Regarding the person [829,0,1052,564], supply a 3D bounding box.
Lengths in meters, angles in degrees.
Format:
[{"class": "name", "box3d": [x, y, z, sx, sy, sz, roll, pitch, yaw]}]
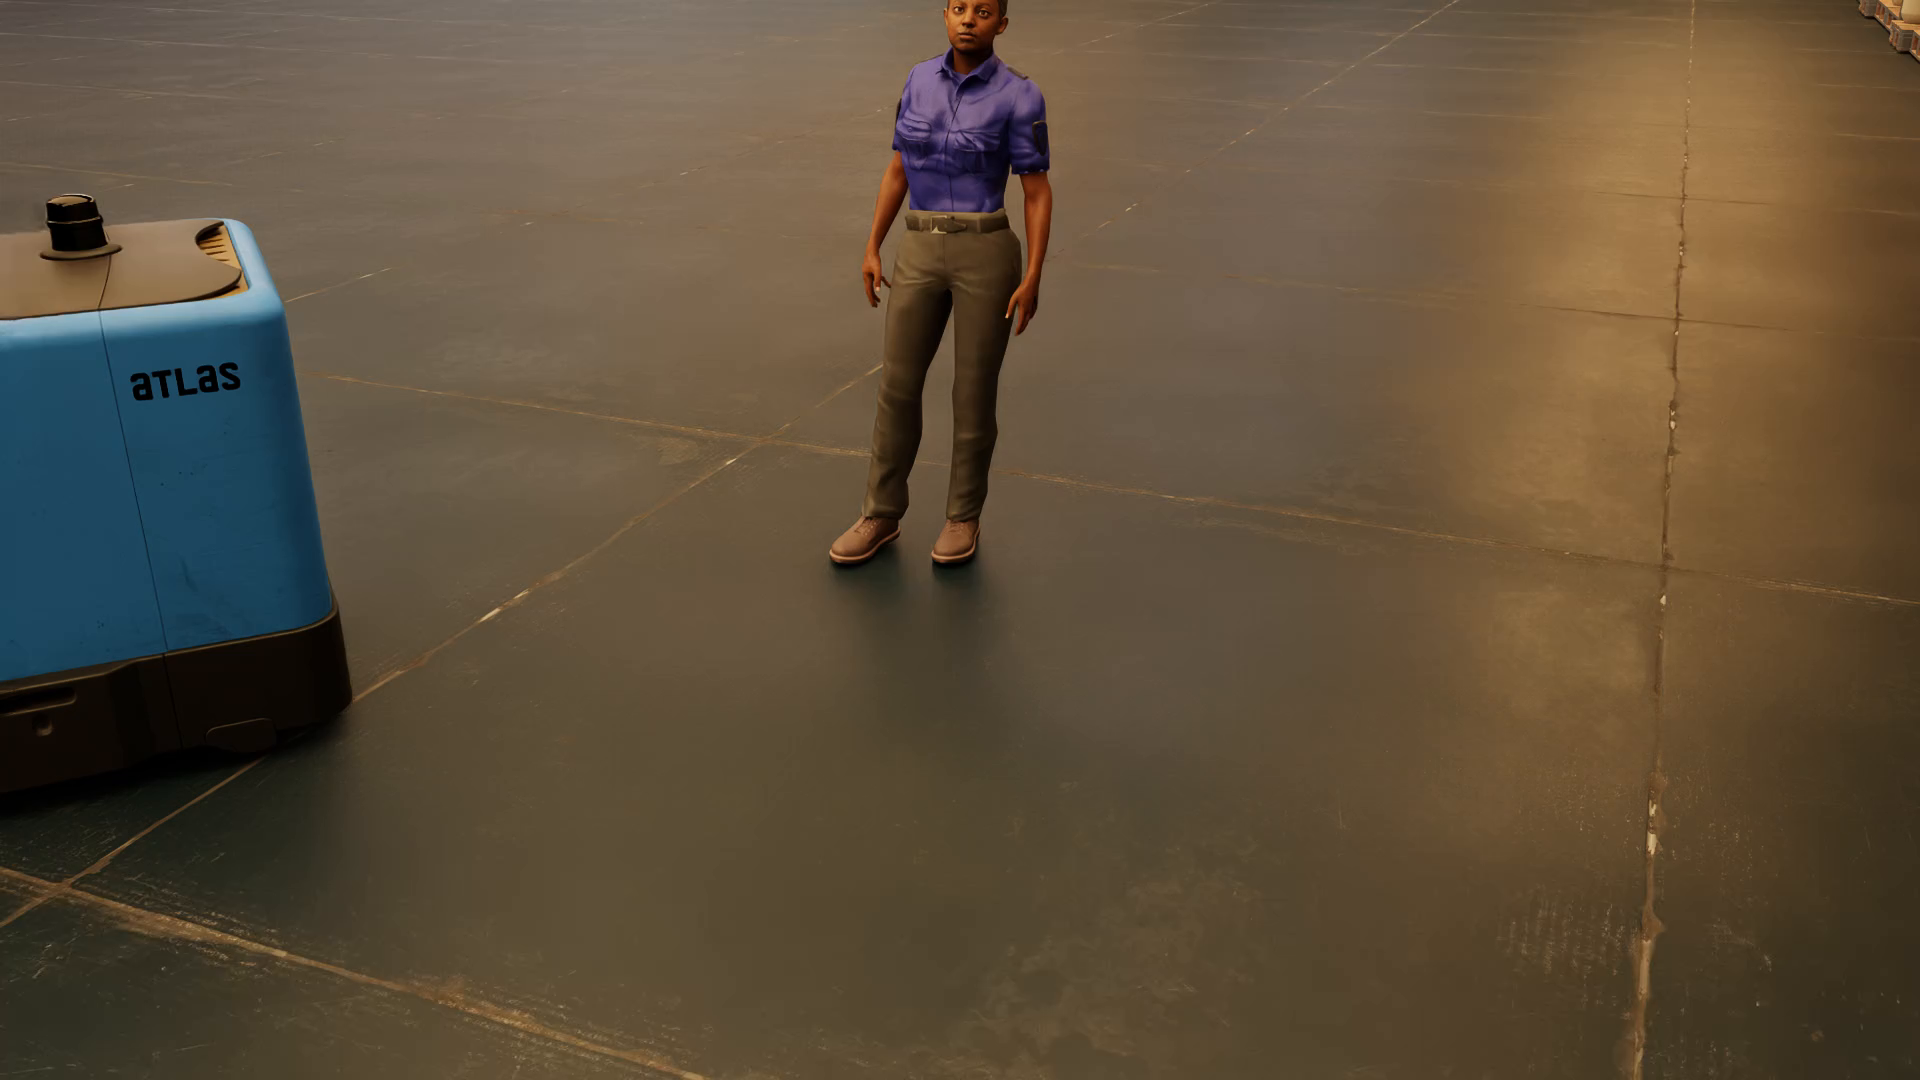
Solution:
[{"class": "person", "box3d": [-0.051, -0.741, 4.704, 0.570, 1.654, 0.504, 9, 24, 21]}]

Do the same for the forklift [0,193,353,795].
[{"class": "forklift", "box3d": [-3.011, -0.801, 3.208, 3.031, 2.935, 1.130, -11, 25, -24]}]
